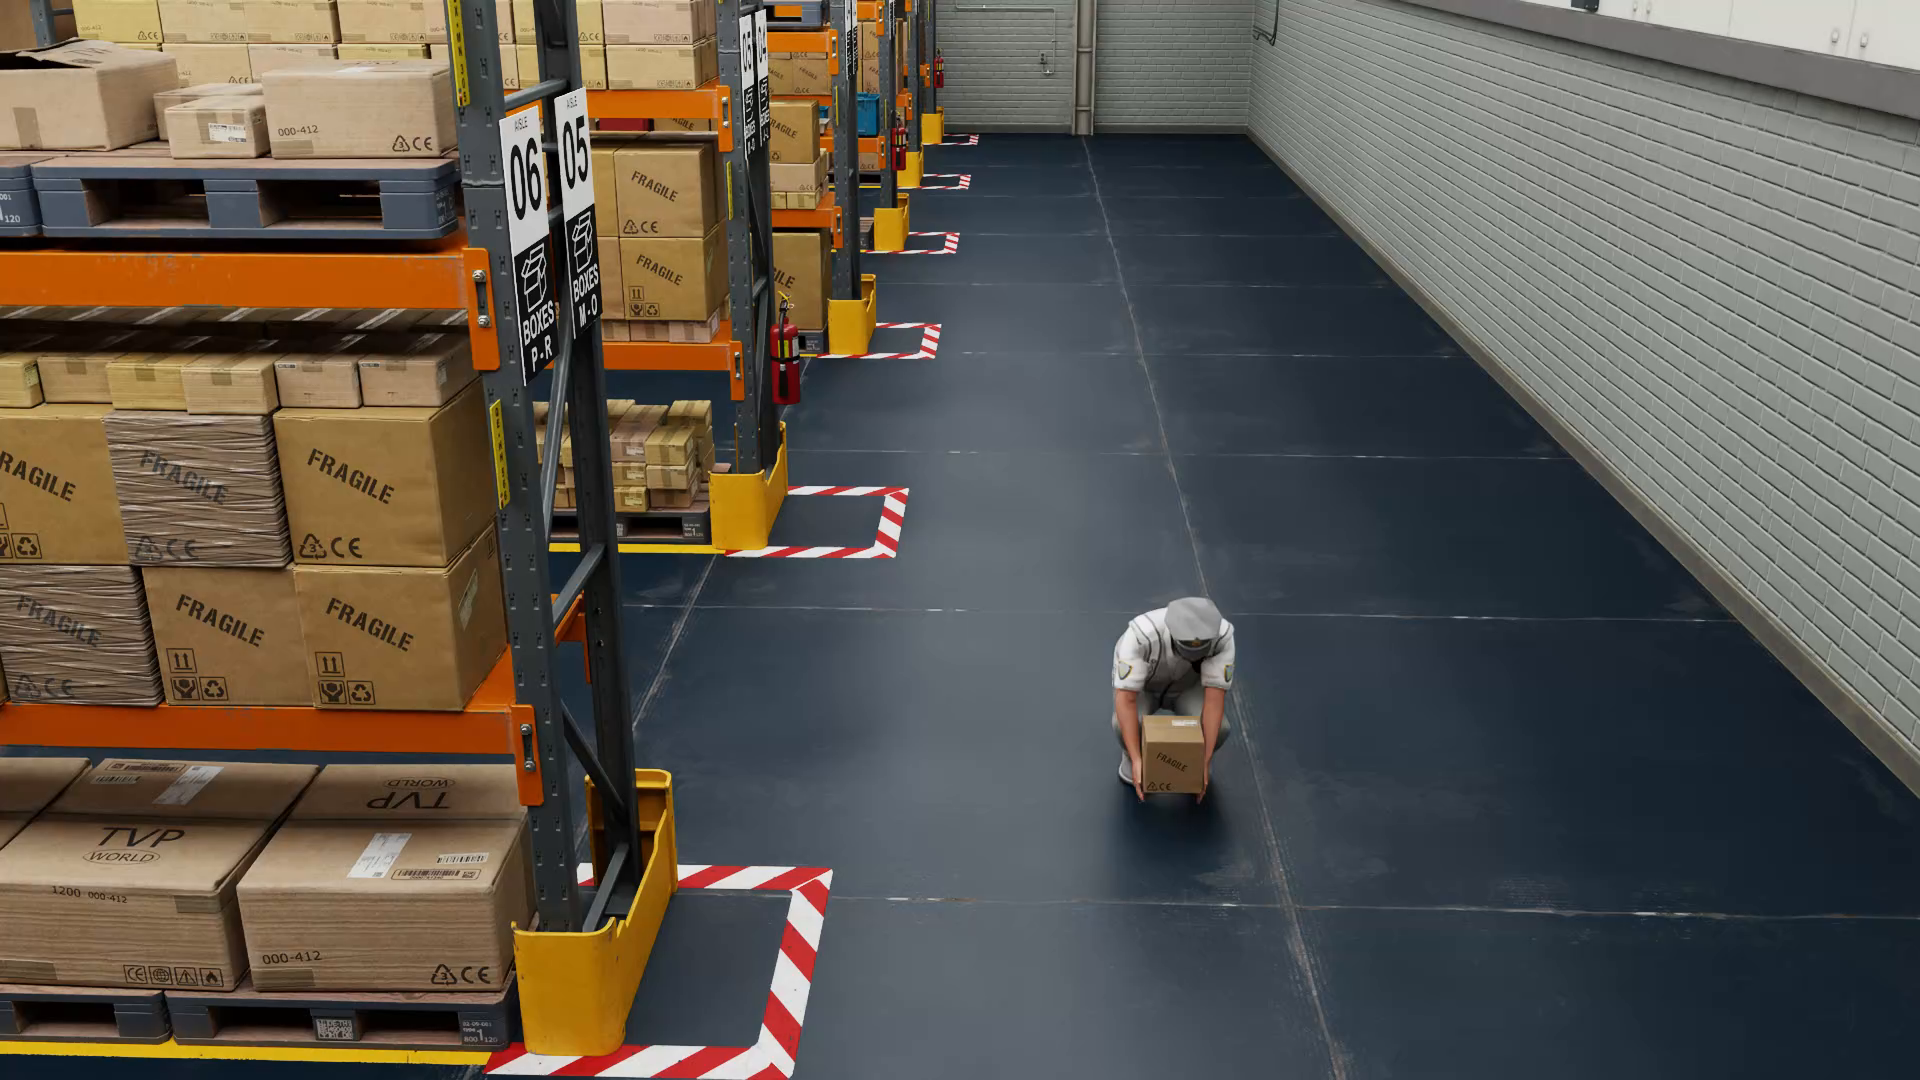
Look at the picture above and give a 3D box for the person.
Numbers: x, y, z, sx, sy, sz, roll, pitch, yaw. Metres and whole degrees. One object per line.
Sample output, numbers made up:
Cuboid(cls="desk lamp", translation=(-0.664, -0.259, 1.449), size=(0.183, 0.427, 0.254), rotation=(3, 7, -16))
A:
Cuboid(cls="person", translation=(0.952, 0.647, 7.509), size=(0.536, 1.016, 0.903), rotation=(0, 21, 1))
